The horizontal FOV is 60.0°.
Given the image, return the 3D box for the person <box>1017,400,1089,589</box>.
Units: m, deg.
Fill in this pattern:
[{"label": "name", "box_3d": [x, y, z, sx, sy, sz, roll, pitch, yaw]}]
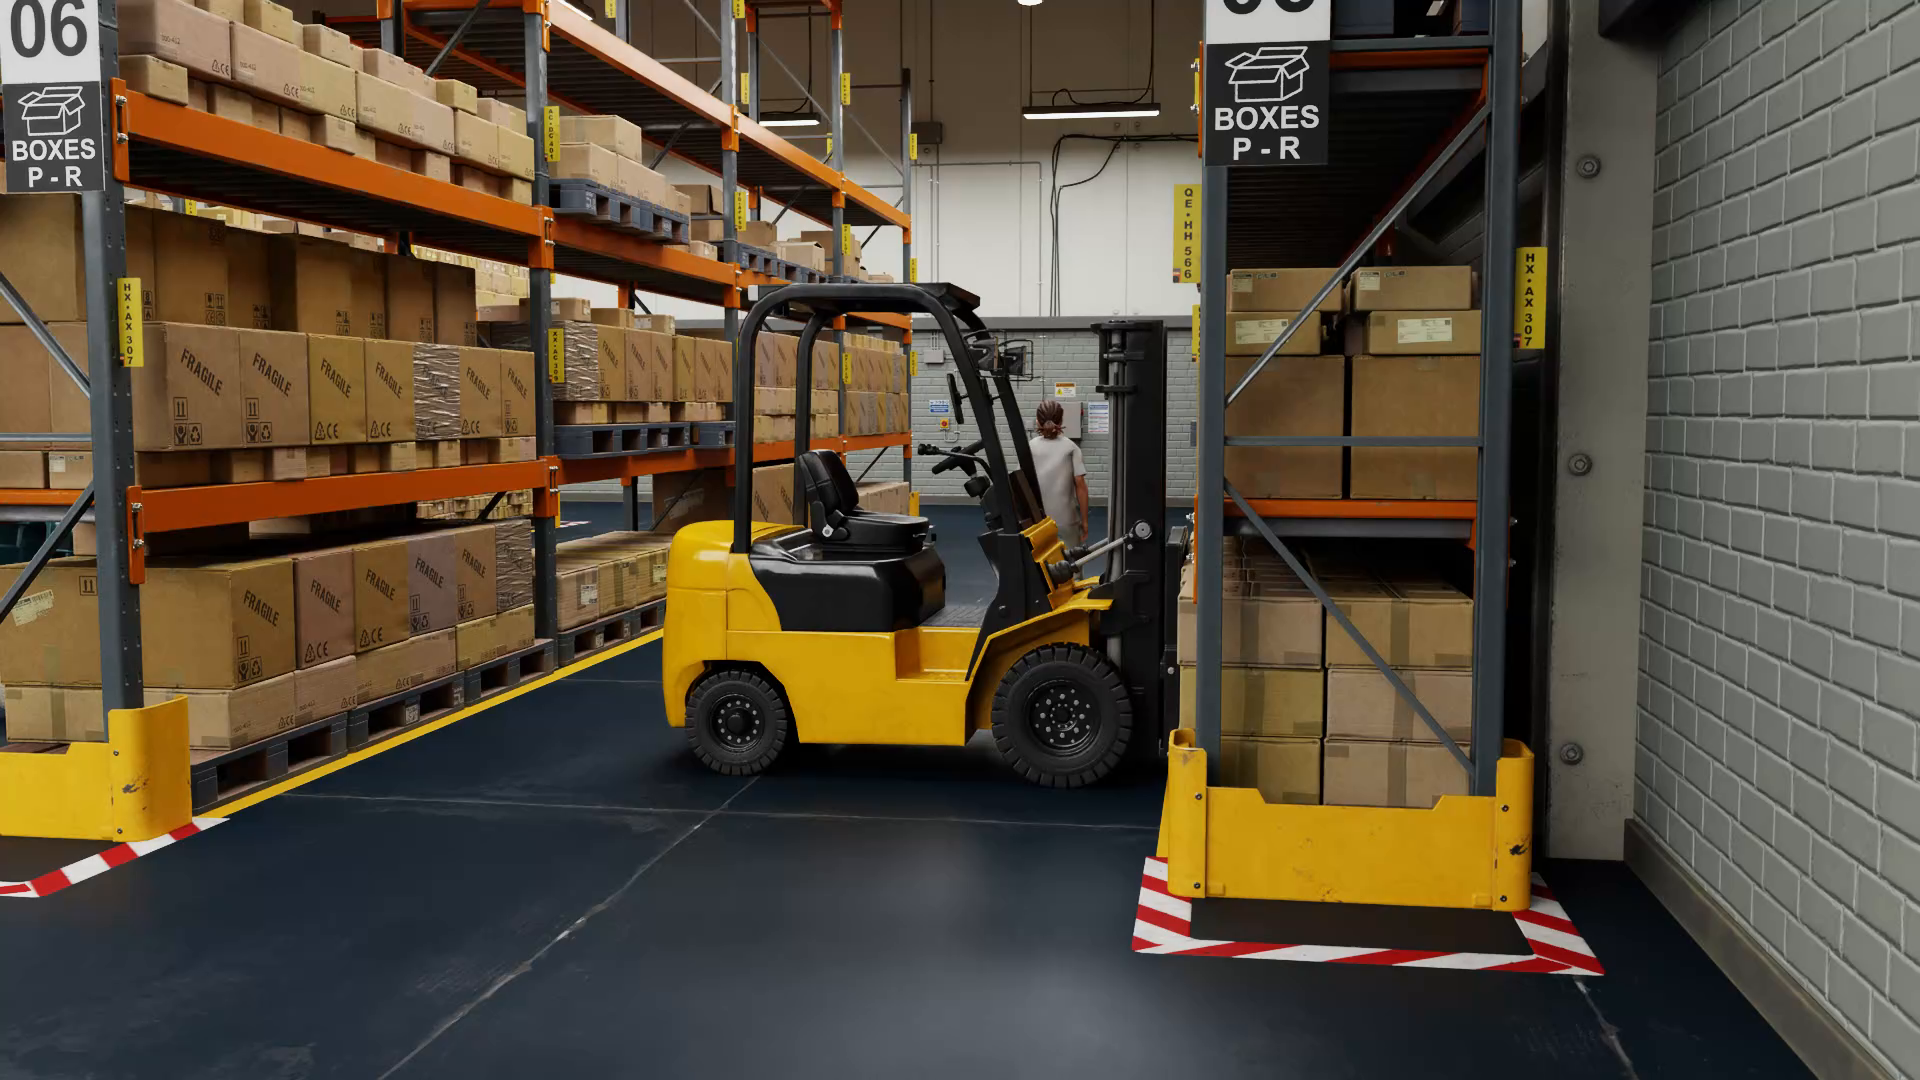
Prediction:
[{"label": "person", "box_3d": [0.614, -0.092, 11.017, 0.511, 1.673, 0.350, 0, 5, 6]}]
